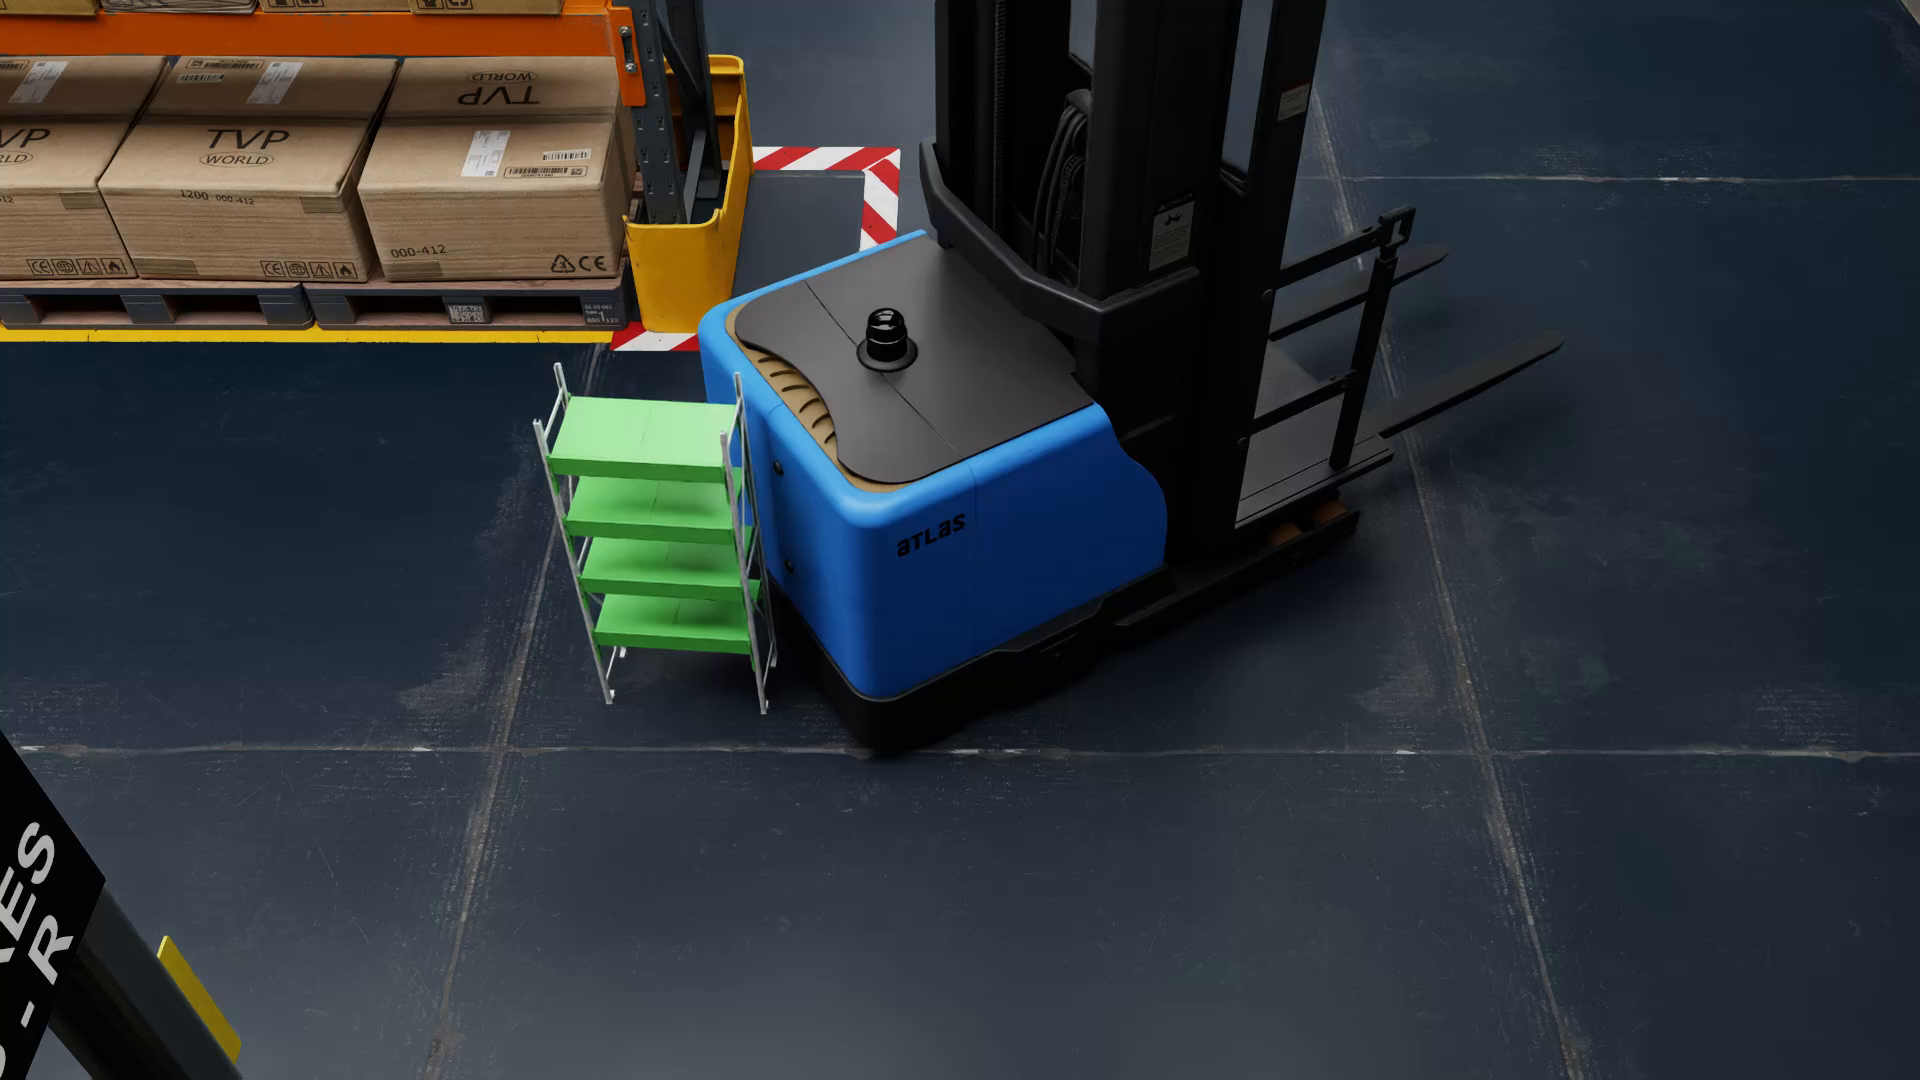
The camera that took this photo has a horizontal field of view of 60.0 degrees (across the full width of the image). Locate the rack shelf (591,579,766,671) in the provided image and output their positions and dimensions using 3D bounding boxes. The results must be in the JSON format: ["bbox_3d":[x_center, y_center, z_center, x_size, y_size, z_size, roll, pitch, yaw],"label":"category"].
[{"bbox_3d":[-0.844,0.240,5.039,0.480,0.148,0.258,3,47,3],"label":"rack shelf"}]

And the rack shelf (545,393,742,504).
[{"bbox_3d":[-0.846,-0.250,4.511,0.480,0.148,0.258,3,47,3],"label":"rack shelf"}]

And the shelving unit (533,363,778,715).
[{"bbox_3d":[-0.845,0.033,4.816,0.503,1.200,0.258,3,47,3],"label":"shelving unit"}]

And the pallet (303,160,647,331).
[{"bbox_3d":[-1.884,-1.243,6.681,1.213,0.211,1.003,0,47,0],"label":"pallet"}]

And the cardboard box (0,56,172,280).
[{"bbox_3d":[-3.561,-1.447,6.429,0.875,0.438,0.875,-1,47,-1],"label":"cardboard box"}]

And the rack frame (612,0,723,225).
[{"bbox_3d":[-1.084,-2.248,5.711,0.127,3.000,1.000,0,47,0],"label":"rack frame"}]

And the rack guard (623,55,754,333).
[{"bbox_3d":[-1.060,-1.397,6.626,0.348,0.500,1.175,0,47,0],"label":"rack guard"}]

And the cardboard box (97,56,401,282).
[{"bbox_3d":[-2.660,-1.444,6.426,0.875,0.438,0.875,1,47,1],"label":"cardboard box"}]

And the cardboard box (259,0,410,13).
[{"bbox_3d":[-2.069,-2.103,5.507,0.500,0.500,0.500,-1,47,-1],"label":"cardboard box"}]

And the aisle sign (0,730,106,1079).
[{"bbox_3d":[-1.029,0.284,1.578,0.004,0.787,0.394,0,47,0],"label":"aisle sign"}]

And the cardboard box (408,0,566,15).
[{"bbox_3d":[-1.567,-2.090,5.496,0.500,0.500,0.500,0,47,0],"label":"cardboard box"}]

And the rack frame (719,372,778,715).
[{"bbox_3d":[-0.601,0.047,4.802,0.015,1.200,0.240,3,47,3],"label":"rack frame"}]

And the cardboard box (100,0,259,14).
[{"bbox_3d":[-2.584,-2.097,5.502,0.500,0.500,0.500,1,47,1],"label":"cardboard box"}]

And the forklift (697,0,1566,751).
[{"bbox_3d":[0.744,-1.200,4.782,3.031,2.935,1.130,-25,52,-21],"label":"forklift"}]

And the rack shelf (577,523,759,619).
[{"bbox_3d":[-0.844,0.077,4.863,0.480,0.148,0.258,3,47,3],"label":"rack shelf"}]

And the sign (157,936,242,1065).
[{"bbox_3d":[-1.097,0.693,2.382,0.005,0.325,0.100,0,47,0],"label":"sign"}]

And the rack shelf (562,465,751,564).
[{"bbox_3d":[-0.845,-0.087,4.687,0.480,0.148,0.258,3,47,3],"label":"rack shelf"}]

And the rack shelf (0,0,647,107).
[{"bbox_3d":[-3.084,-2.009,5.980,4.000,0.370,1.077,0,47,0],"label":"rack shelf"}]

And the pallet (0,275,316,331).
[{"bbox_3d":[-3.101,-1.249,6.686,1.213,0.211,1.003,0,47,0],"label":"pallet"}]

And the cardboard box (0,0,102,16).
[{"bbox_3d":[-3.100,-2.089,5.494,0.500,0.500,0.500,1,47,1],"label":"cardboard box"}]

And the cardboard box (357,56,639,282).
[{"bbox_3d":[-1.744,-1.447,6.429,0.875,0.438,0.875,-1,47,-1],"label":"cardboard box"}]

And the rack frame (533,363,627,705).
[{"bbox_3d":[-1.088,0.019,4.830,0.015,1.200,0.240,3,47,3],"label":"rack frame"}]
